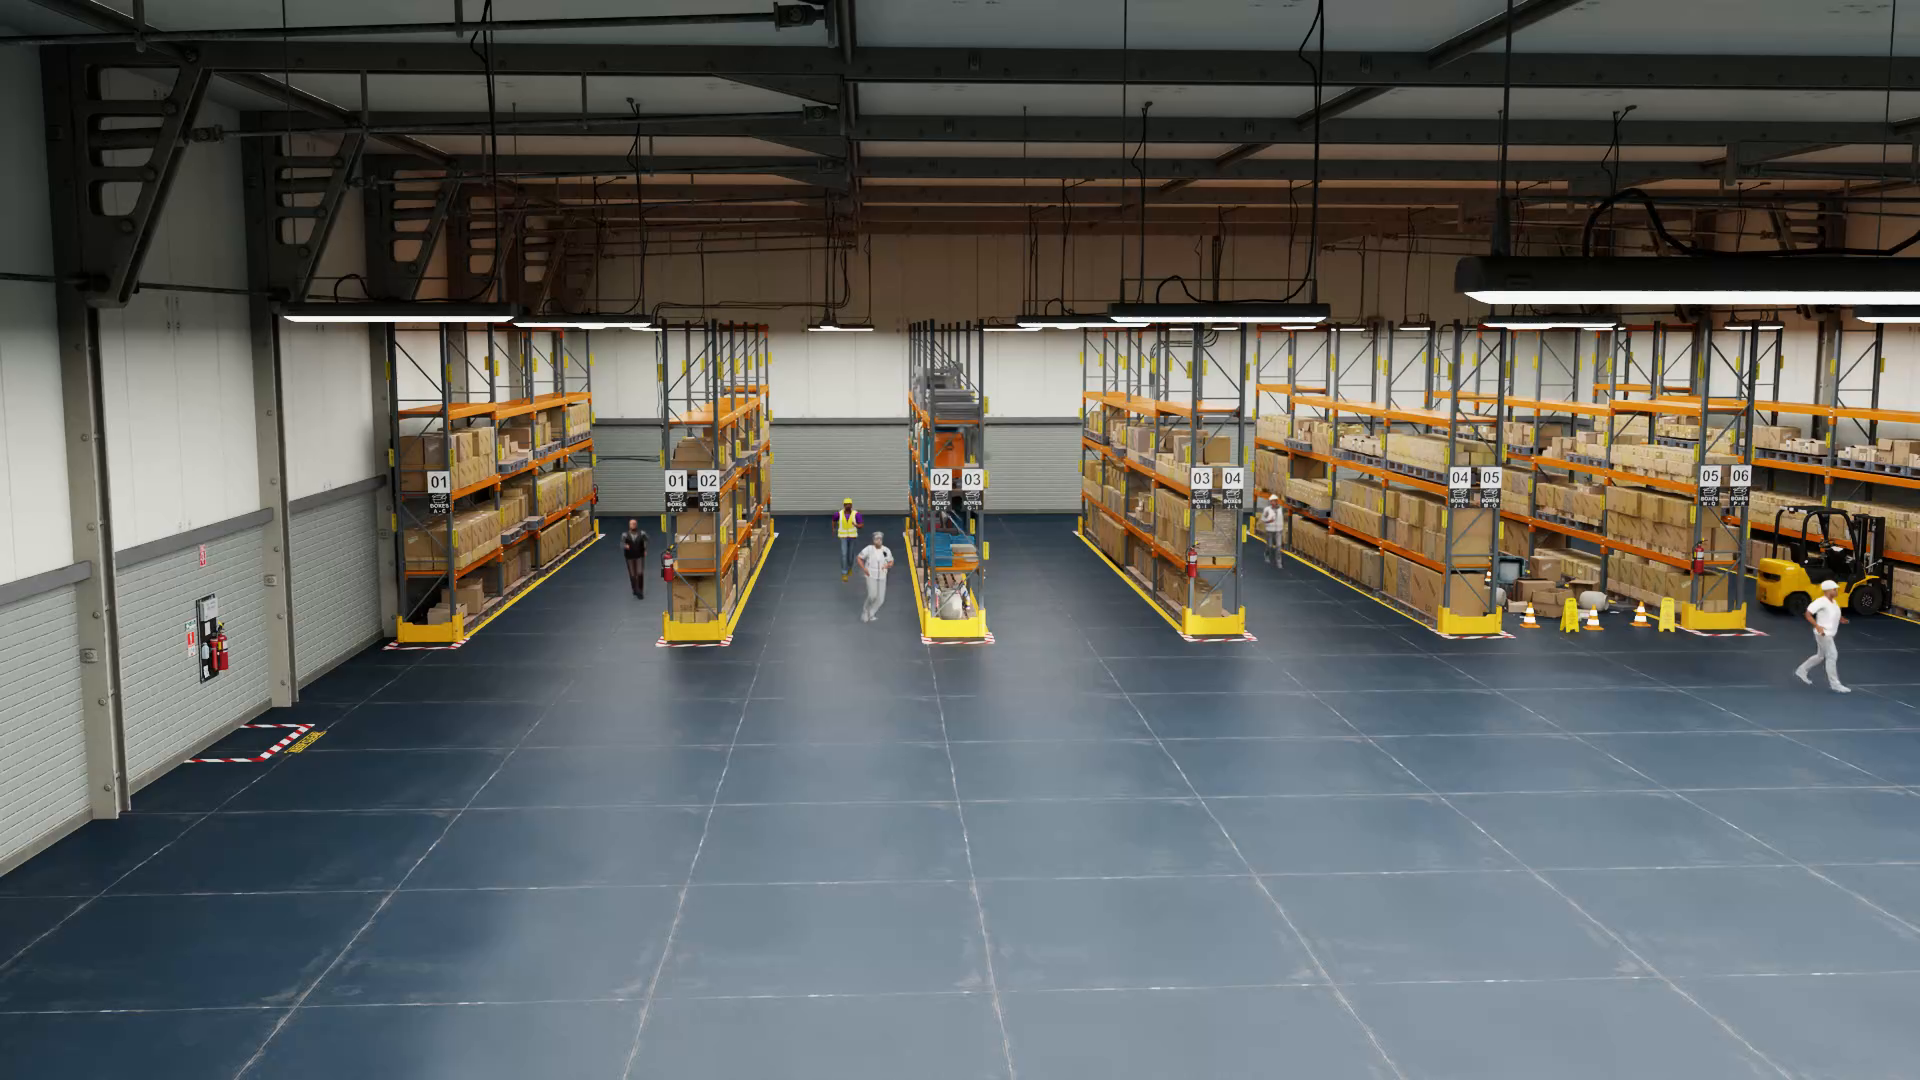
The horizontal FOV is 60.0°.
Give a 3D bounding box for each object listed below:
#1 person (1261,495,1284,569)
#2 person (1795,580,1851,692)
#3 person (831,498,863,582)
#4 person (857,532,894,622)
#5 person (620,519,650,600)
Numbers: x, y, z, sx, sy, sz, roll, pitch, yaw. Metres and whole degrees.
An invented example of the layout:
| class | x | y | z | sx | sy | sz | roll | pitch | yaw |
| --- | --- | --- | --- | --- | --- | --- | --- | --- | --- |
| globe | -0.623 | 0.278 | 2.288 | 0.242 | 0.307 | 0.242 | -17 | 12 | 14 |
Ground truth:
| class | x | y | z | sx | sy | sz | roll | pitch | yaw |
| --- | --- | --- | --- | --- | --- | --- | --- | --- | --- |
| person | 7.712 | -0.229 | 40.894 | 0.657 | 1.776 | 0.950 | -1 | 7 | -6 |
| person | 13.953 | 1.521 | 26.799 | 0.894 | 1.760 | 0.696 | 7 | 10 | 43 |
| person | -2.490 | -0.027 | 36.959 | 0.686 | 1.814 | 0.822 | -1 | 7 | -9 |
| person | -1.568 | 0.705 | 31.738 | 0.672 | 1.731 | 0.573 | -3 | 8 | -20 |
| person | -7.050 | 0.435 | 36.056 | 0.635 | 1.767 | 0.756 | -1 | 7 | -5 |
